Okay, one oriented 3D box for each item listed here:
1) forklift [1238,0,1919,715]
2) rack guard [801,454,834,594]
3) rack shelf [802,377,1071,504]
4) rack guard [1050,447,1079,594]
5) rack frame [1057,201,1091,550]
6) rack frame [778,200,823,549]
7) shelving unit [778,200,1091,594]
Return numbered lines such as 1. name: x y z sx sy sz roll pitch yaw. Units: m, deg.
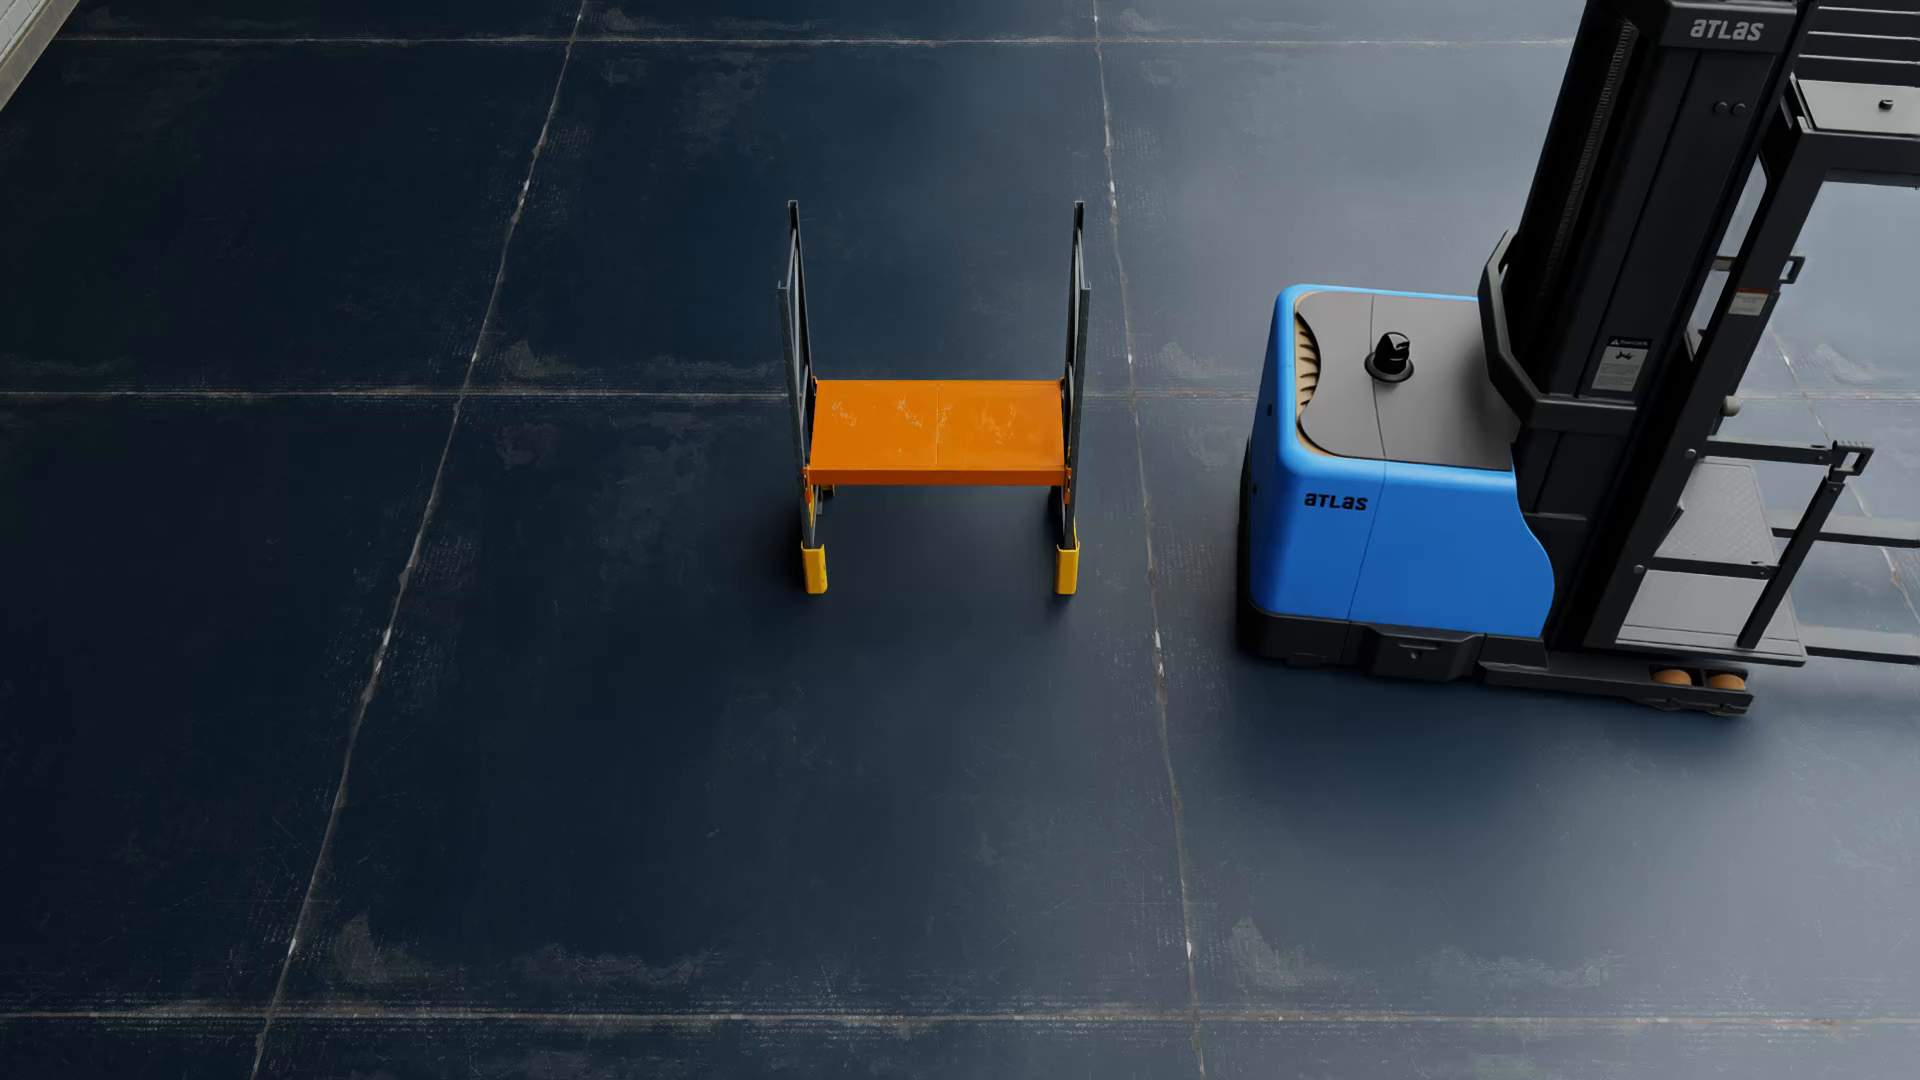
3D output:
1. forklift: 2.627 -0.758 5.534 3.031 2.935 1.130 5 47 5
2. rack guard: -0.574 -0.087 6.741 0.087 0.250 0.587 0 47 0
3. rack shelf: -0.085 -0.389 6.414 1.000 0.185 0.538 0 47 0
4. rack guard: 0.422 -0.084 6.738 0.087 0.250 0.587 0 47 0
5. rack frame: 0.423 -0.510 6.281 0.032 1.500 0.500 0 47 0
6. rack frame: -0.594 -0.513 6.283 0.032 1.500 0.500 0 47 0
7. shelving unit: -0.076 -0.511 6.282 1.083 1.500 0.587 0 47 0
